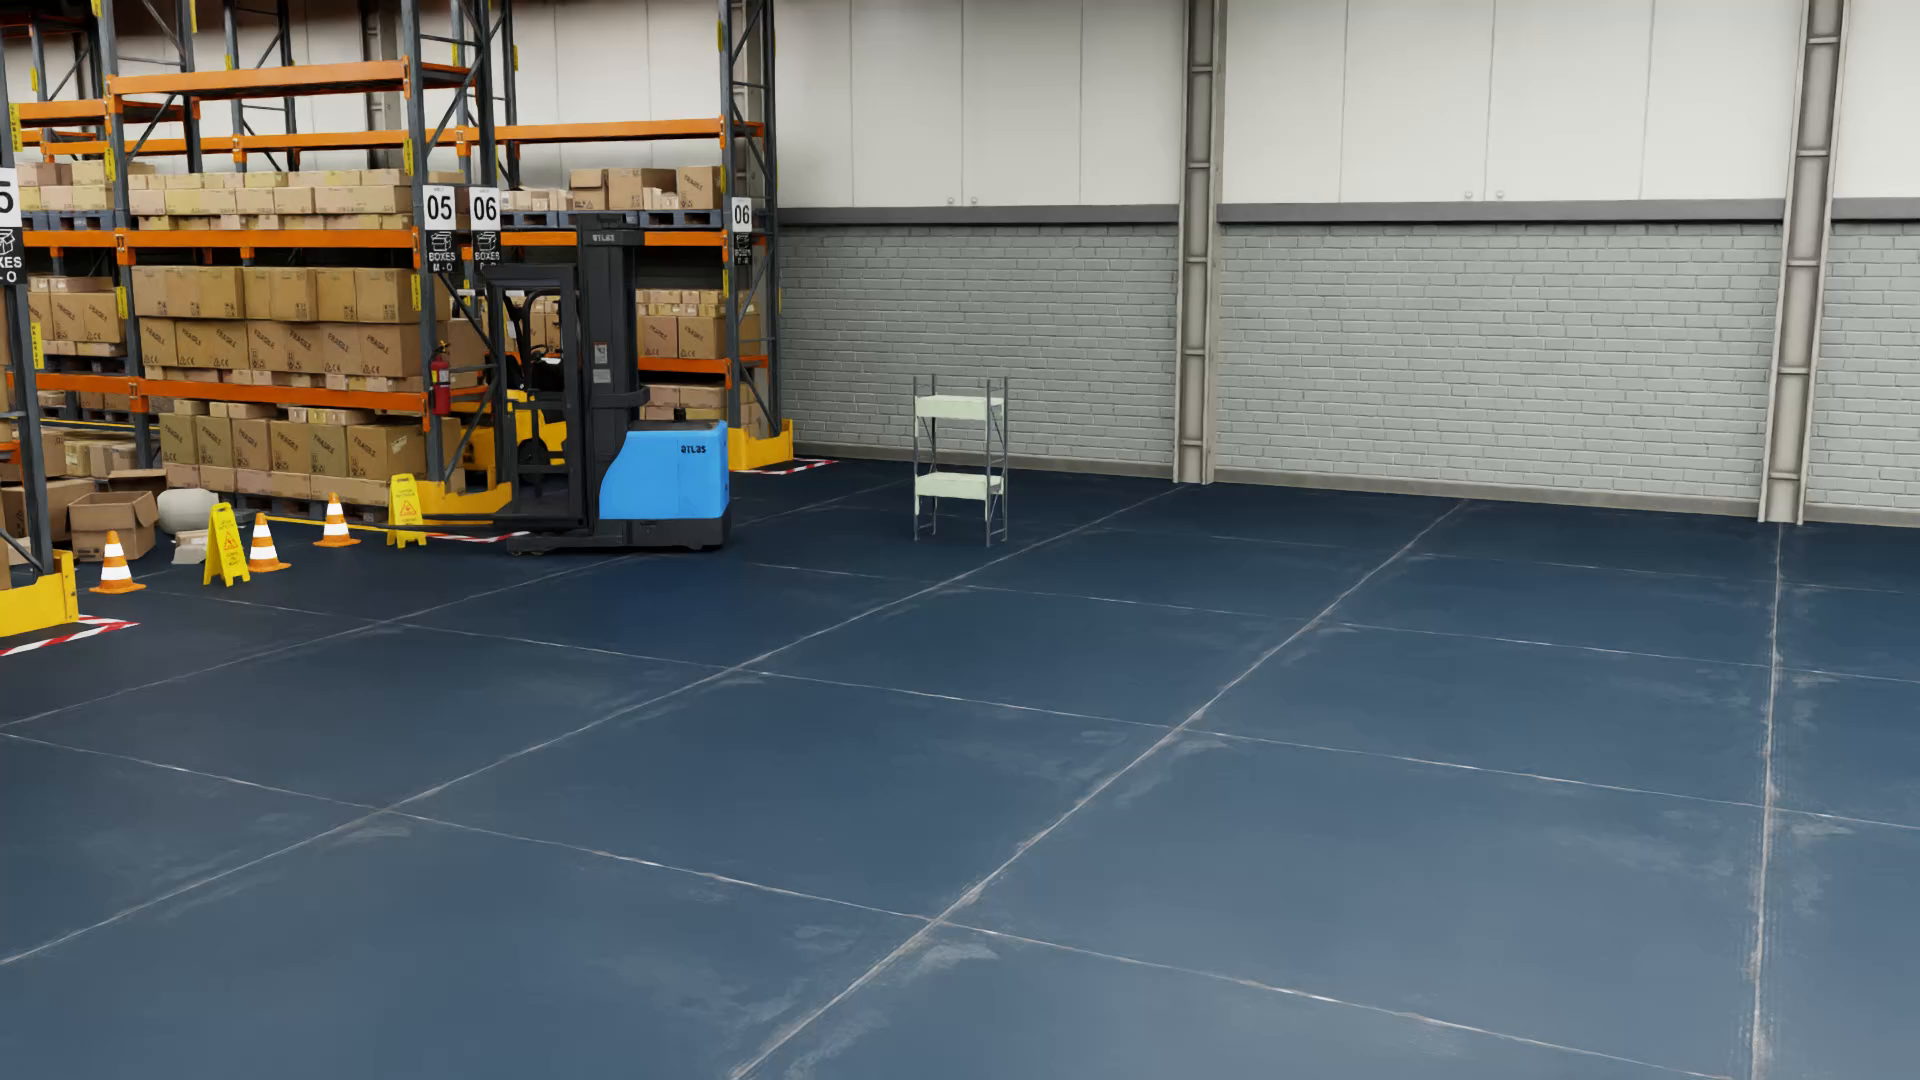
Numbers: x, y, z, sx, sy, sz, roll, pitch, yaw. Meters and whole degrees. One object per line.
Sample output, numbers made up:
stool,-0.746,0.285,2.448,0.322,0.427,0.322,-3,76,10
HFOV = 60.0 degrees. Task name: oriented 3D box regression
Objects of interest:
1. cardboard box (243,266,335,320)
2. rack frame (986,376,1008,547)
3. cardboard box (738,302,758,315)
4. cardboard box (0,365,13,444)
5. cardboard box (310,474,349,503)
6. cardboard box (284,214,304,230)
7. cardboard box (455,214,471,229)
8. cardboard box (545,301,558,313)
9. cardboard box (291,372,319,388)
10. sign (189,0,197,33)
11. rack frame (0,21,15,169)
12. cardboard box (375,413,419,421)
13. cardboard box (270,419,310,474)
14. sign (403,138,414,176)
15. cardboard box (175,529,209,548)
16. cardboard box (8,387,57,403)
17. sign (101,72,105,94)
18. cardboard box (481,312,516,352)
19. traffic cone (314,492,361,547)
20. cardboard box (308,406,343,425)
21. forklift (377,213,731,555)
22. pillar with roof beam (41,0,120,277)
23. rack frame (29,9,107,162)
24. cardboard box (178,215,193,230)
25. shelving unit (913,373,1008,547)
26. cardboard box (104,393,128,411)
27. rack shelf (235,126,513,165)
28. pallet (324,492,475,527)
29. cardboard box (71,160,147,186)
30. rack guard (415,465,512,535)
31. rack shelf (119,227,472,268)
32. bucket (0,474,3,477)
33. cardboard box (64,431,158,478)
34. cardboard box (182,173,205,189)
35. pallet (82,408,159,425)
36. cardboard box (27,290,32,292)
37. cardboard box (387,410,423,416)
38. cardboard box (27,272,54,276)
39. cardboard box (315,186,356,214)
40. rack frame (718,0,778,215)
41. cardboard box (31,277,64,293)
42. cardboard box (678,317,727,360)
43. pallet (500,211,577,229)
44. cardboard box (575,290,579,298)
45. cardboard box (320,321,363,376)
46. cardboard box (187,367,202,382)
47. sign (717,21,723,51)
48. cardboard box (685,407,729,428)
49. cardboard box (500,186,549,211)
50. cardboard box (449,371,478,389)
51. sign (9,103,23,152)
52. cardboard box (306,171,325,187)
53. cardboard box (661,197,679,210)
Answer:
cardboard box,-6.586,-2.438,16.373,0.500,0.500,0.700,5,11,25
rack frame,0.334,-0.709,14.954,0.023,1.500,0.400,5,11,26
cardboard box,-2.688,-2.848,20.462,0.250,0.149,0.380,5,11,24
cardboard box,-7.144,-0.916,11.466,0.550,0.550,0.875,5,11,26
cardboard box,-5.997,-0.535,16.324,0.500,0.250,0.500,5,11,26
cardboard box,-6.272,-3.060,16.016,0.250,0.149,0.380,5,11,24
cardboard box,-4.846,-3.049,15.956,0.250,0.149,0.380,5,11,26
cardboard box,-5.015,-2.940,20.967,0.250,0.149,0.380,5,11,25
cardboard box,-6.300,-1.580,16.261,0.250,0.149,0.380,5,11,25
sign,-8.022,-5.470,17.358,0.005,0.325,0.100,5,11,26
rack frame,-6.792,-3.772,10.824,0.127,3.000,1.000,5,11,26
cardboard box,-5.785,-0.991,16.740,0.500,0.500,0.500,5,11,24
cardboard box,-6.445,-0.944,16.479,0.500,0.500,0.500,5,11,24
sign,-4.955,-3.443,14.943,0.005,0.325,0.100,5,11,26
cardboard box,-6.760,0.004,14.812,0.380,0.149,0.250,-7,12,-33
cardboard box,-14.661,-2.430,26.095,0.500,0.500,0.700,5,11,24
sign,-13.020,-6.936,25.237,0.005,0.325,0.100,5,11,26
cardboard box,-5.804,-2.699,21.461,0.500,0.500,0.500,5,11,24
traffic cone,-5.648,-0.198,15.045,0.334,0.463,0.336,5,11,26
cardboard box,-6.109,-1.220,16.184,0.250,0.149,0.380,5,12,27
forklift,-3.625,-1.405,14.784,3.031,2.935,1.130,-1,10,-3
pillar with roof beam,-15.391,-5.820,22.142,0.548,9.000,9.100,5,11,26
rack frame,-13.260,-6.309,24.842,0.127,3.000,1.000,5,11,26
cardboard box,-7.627,-3.191,16.741,0.250,0.149,0.380,5,11,26
shelving unit,0.006,-0.737,15.114,0.755,1.500,0.431,5,11,26
cardboard box,-12.444,-2.219,24.929,0.500,0.500,0.500,5,11,25
rack shelf,-7.880,-5.286,22.330,4.000,0.370,1.077,5,11,26
pallet,-5.473,-0.322,16.436,1.213,0.211,1.003,5,11,26
cardboard box,-8.855,-3.814,17.316,0.500,0.250,0.500,5,12,27
rack guard,-4.760,-0.394,16.026,0.348,0.500,1.175,5,11,26
rack shelf,-6.485,-2.898,16.438,4.000,0.370,1.077,5,11,26
bucket,-9.237,-0.630,15.231,0.726,0.611,0.620,-10,4,-43
cardboard box,-9.397,-0.944,18.244,0.625,0.372,0.950,6,12,29
cardboard box,-7.438,-3.538,16.422,0.250,0.149,0.380,5,11,25
pallet,-12.514,-1.927,25.304,1.213,0.211,1.003,5,11,26
cardboard box,-10.170,-2.457,18.110,0.500,0.500,0.500,5,11,24
cardboard box,-7.251,-1.867,22.629,0.625,0.625,0.875,5,11,25
cardboard box,-14.478,-3.959,26.180,0.500,0.500,0.500,5,11,24
cardboard box,-5.715,-3.206,15.707,0.500,0.250,0.500,5,11,25
rack frame,-2.499,-5.364,19.618,0.127,3.000,1.000,5,11,26
cardboard box,-9.673,-2.725,17.770,0.250,0.149,0.380,4,11,23
cardboard box,-3.056,-2.458,20.125,0.500,0.500,0.500,5,11,25
pallet,-5.310,-4.096,21.286,1.213,0.211,1.003,5,11,26
cardboard box,-4.741,-3.080,20.909,0.250,0.149,0.380,5,11,26
cardboard box,-5.748,-1.853,15.950,0.500,0.500,0.500,5,11,26
cardboard box,-7.637,-1.706,16.961,0.250,0.149,0.380,5,11,26
sign,-2.752,-5.777,19.055,0.005,0.325,0.100,5,11,26
cardboard box,-3.074,-1.500,20.251,0.500,0.250,0.500,5,11,25
cardboard box,-5.448,-4.310,21.011,0.500,0.311,0.500,5,12,27
cardboard box,-4.905,-1.555,16.123,0.250,0.149,0.380,5,11,26
sign,-6.541,-2.853,11.493,0.005,0.325,0.100,5,11,26
cardboard box,-5.998,-3.435,15.851,0.250,0.149,0.380,5,11,26
cardboard box,-3.376,-4.037,19.953,0.250,0.149,0.380,5,11,24
